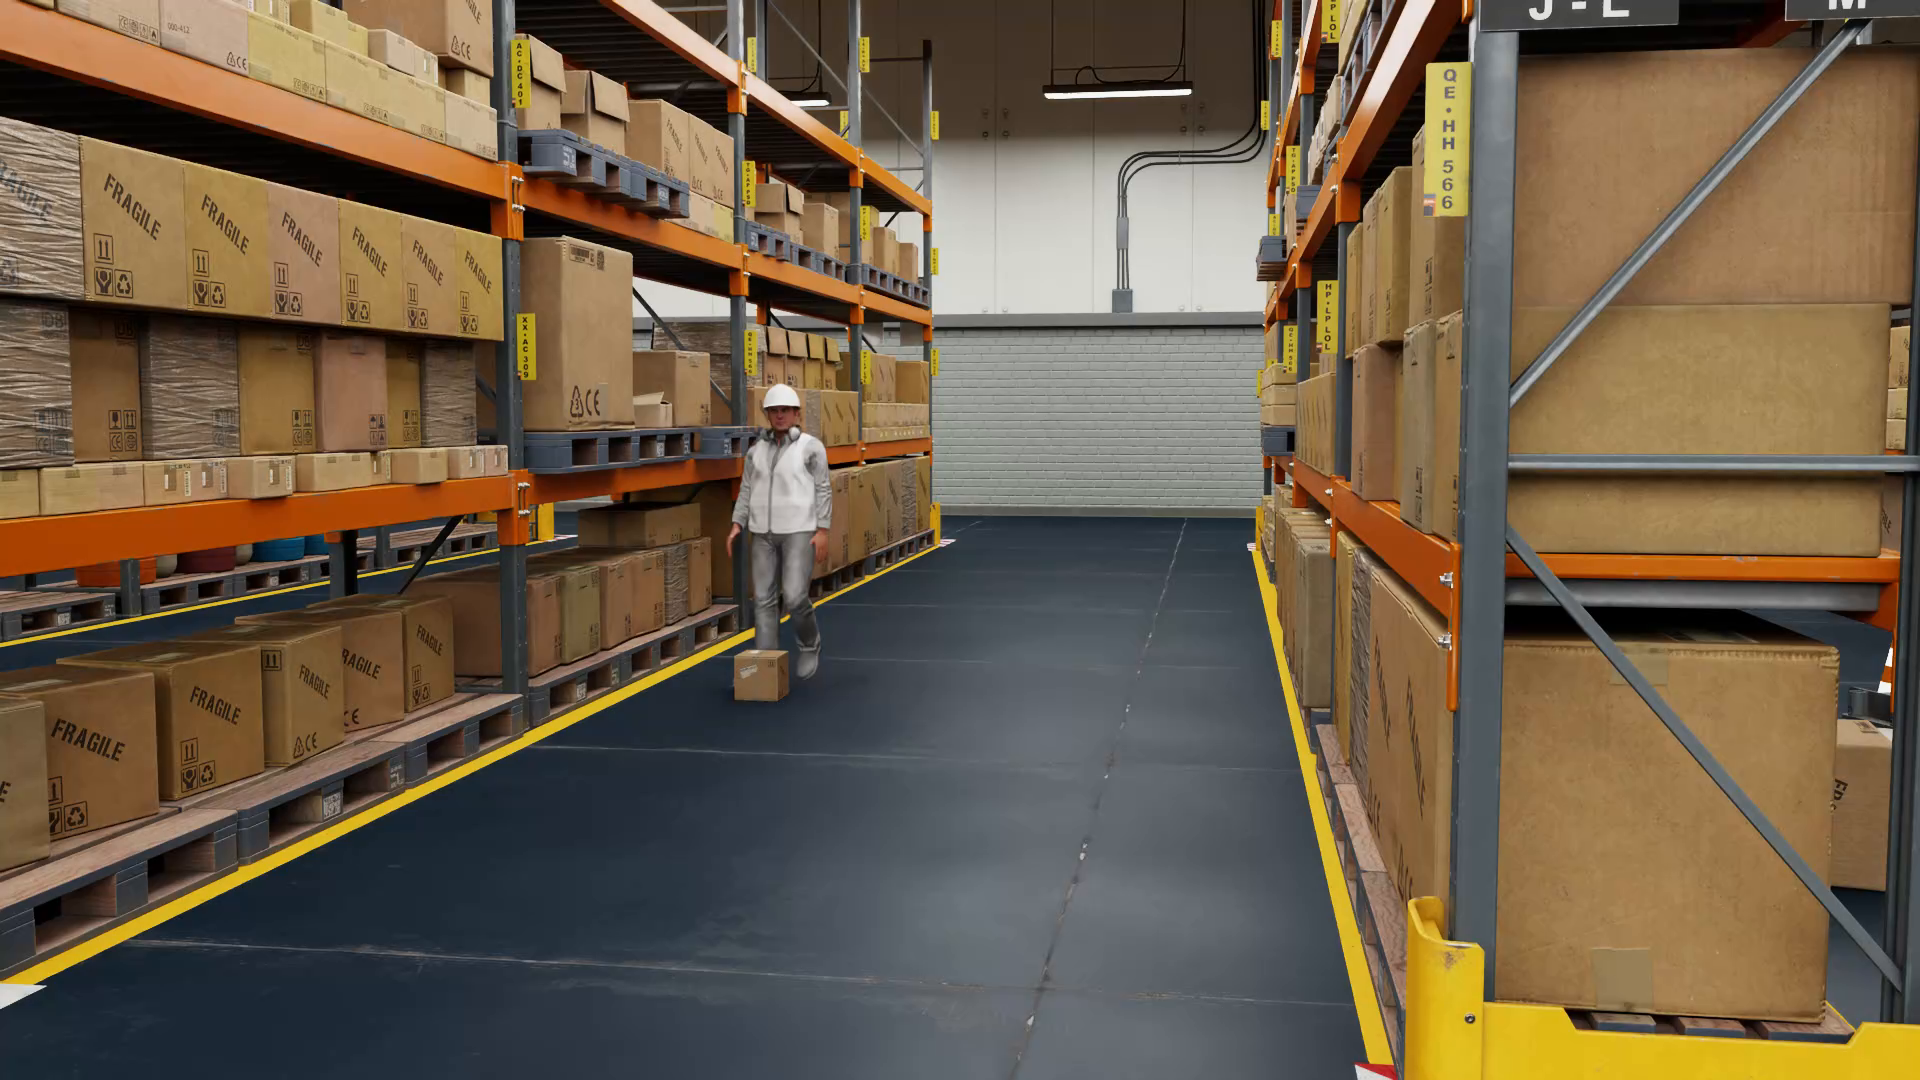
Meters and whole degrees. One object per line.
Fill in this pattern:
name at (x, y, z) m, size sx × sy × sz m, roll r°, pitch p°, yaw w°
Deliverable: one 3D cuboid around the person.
person at (-1.079, -0.031, 9.759) m, size 0.587 × 1.764 × 0.585 m, roll 2°, pitch 5°, yaw 22°
